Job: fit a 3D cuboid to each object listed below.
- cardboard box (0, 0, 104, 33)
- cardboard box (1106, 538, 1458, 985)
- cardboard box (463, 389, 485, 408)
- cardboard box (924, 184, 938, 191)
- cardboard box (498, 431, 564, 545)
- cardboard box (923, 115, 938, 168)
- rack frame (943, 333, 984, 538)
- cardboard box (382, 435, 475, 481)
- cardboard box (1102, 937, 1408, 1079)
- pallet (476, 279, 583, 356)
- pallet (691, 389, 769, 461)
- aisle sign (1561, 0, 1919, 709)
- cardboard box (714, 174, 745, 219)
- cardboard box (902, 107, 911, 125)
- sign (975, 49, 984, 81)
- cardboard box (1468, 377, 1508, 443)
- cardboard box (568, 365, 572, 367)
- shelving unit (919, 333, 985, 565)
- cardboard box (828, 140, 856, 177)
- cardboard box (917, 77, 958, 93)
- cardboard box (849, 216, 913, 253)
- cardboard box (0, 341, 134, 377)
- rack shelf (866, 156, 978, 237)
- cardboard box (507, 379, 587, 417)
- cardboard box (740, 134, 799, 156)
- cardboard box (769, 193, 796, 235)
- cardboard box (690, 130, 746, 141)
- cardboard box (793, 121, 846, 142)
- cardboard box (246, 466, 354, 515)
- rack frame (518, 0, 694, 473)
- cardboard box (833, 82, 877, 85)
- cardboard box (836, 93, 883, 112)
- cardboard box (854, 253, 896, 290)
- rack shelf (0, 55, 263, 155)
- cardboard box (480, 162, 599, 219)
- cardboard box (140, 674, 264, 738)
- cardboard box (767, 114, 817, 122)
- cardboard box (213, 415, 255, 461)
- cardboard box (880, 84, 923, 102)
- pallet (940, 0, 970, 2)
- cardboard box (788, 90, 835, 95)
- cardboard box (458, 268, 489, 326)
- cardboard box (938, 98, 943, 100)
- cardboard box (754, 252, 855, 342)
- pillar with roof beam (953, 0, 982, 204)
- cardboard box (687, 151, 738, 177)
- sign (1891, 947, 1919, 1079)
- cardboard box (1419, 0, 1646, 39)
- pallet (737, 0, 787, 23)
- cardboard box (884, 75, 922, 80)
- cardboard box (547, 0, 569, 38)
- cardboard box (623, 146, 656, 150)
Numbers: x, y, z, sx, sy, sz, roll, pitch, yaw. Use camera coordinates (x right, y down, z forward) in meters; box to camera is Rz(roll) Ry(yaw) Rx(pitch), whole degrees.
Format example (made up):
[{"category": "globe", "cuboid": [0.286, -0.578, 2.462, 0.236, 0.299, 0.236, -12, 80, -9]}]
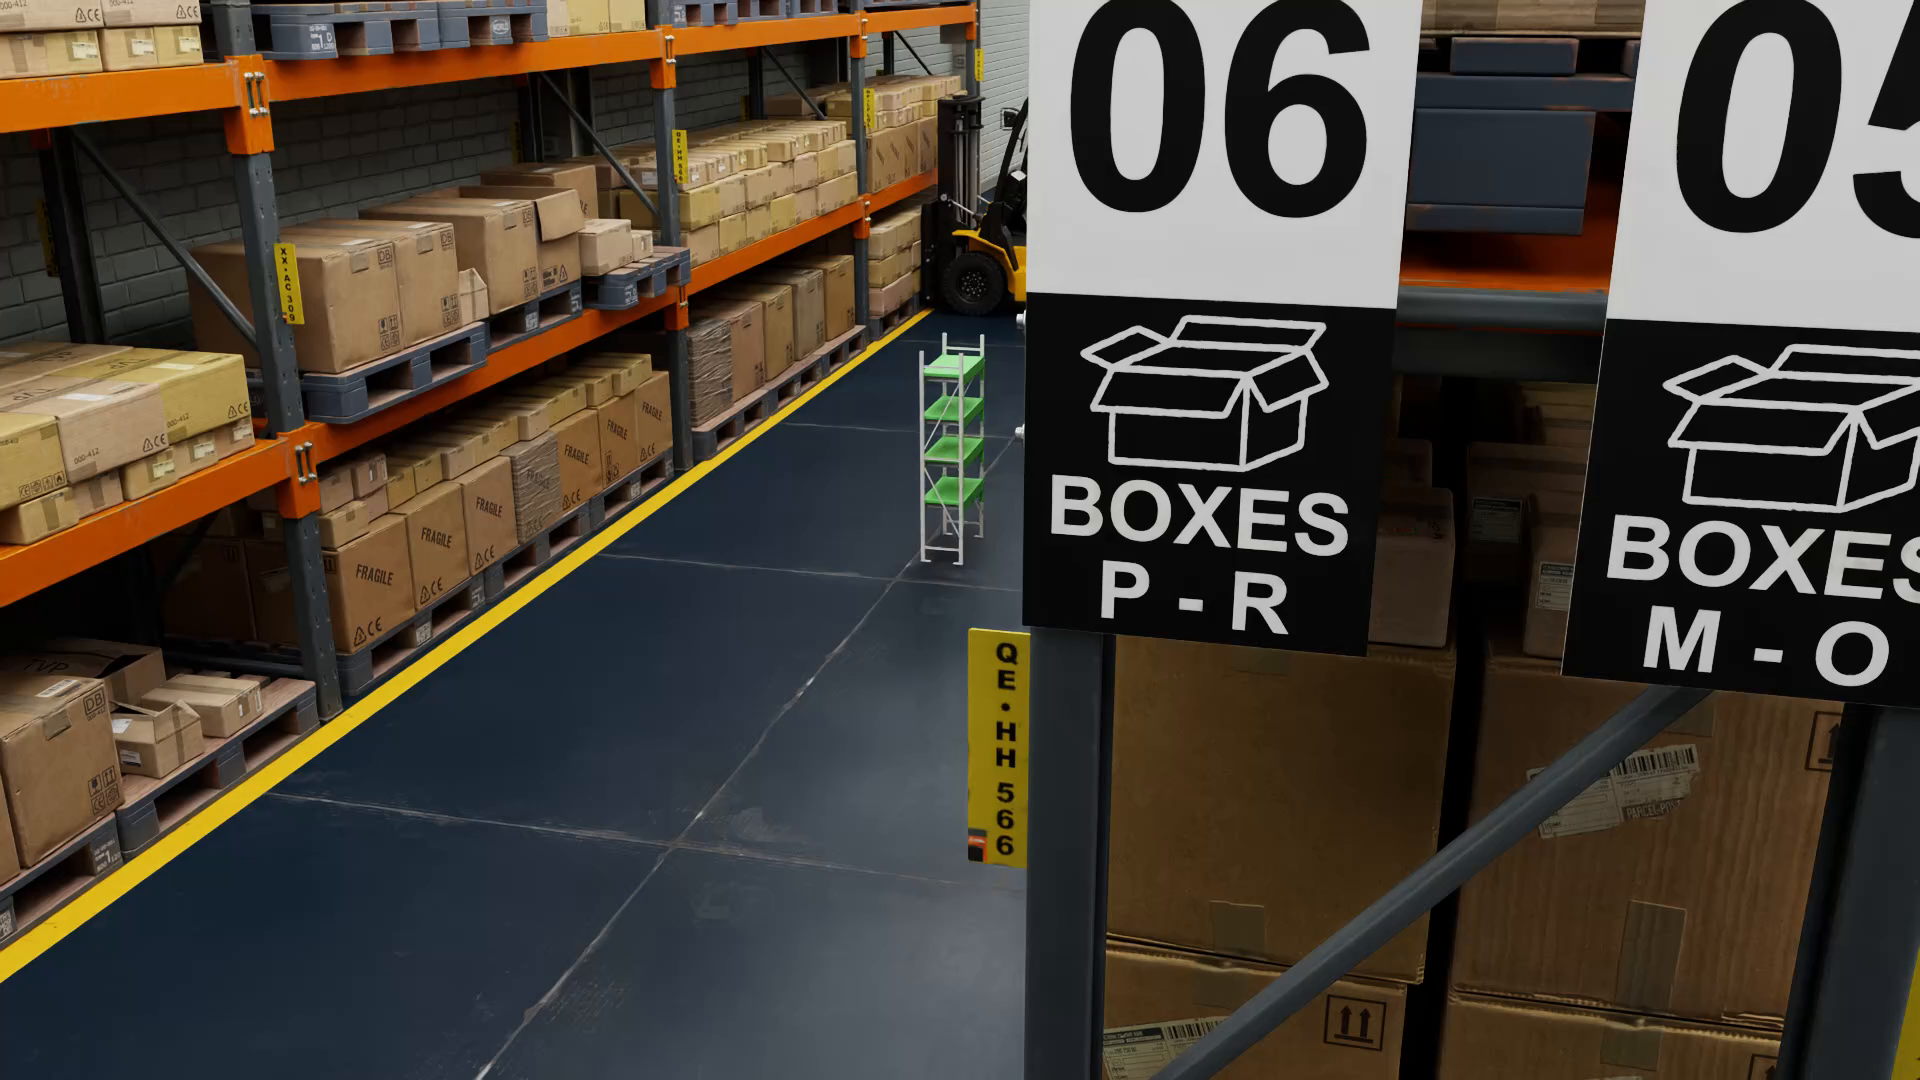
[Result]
[{"category": "cardboard box", "cuboid": [-3.247, -1.824, 5.519, 0.500, 0.250, 0.500, 4, 19, 12]}, {"category": "cardboard box", "cuboid": [0.469, 0.285, 2.512, 0.500, 0.500, 0.500, 5, 20, 15]}, {"category": "cardboard box", "cuboid": [-2.955, -0.778, 9.540, 0.380, 0.149, 0.250, 4, 19, 12]}, {"category": "cardboard box", "cuboid": [-0.133, -3.633, 17.739, 0.500, 0.250, 0.500, 5, 20, 15]}, {"category": "cardboard box", "cuboid": [-2.539, -0.305, 9.158, 0.500, 0.500, 0.500, 4, 19, 11]}, {"category": "cardboard box", "cuboid": [-0.449, -3.981, 16.546, 0.500, 0.500, 0.500, 4, 19, 12]}, {"category": "rack frame", "cuboid": [0.019, -0.592, 9.566, 0.240, 1.200, 0.015, 5, 19, 13]}, {"category": "cardboard box", "cuboid": [-2.714, -0.420, 8.492, 0.380, 0.149, 0.250, 5, 19, 13]}, {"category": "cardboard box", "cuboid": [0.443, 0.756, 2.680, 0.500, 0.500, 0.500, 5, 19, 14]}, {"category": "pallet", "cuboid": [-2.748, -1.223, 8.923, 1.003, 0.211, 1.213, 5, 19, 13]}, {"category": "pallet", "cuboid": [-2.039, -0.859, 11.875, 1.003, 0.211, 1.213, 5, 19, 13]}, {"category": "aisle sign", "cuboid": [0.846, -0.210, 1.639, 0.394, 0.787, 0.004, 5, 19, 13]}, {"category": "cardboard box", "cuboid": [-1.809, -2.366, 11.431, 0.500, 0.250, 0.500, 5, 20, 15]}, {"category": "cardboard box", "cuboid": [-0.671, -3.929, 15.392, 0.380, 0.149, 0.250, 4, 19, 13]}, {"category": "sign", "cuboid": [0.200, -5.044, 17.655, 0.100, 0.325, 0.005, 5, 19, 13]}, {"category": "cardboard box", "cuboid": [1.167, -0.272, 3.139, 0.380, 0.149, 0.250, 5, 19, 14]}, {"category": "cardboard box", "cuboid": [-2.652, -0.829, 10.692, 0.500, 0.500, 0.500, 5, 20, 15]}, {"category": "shelving unit", "cuboid": [-0.040, -0.516, 9.342, 0.258, 1.200, 0.503, 5, 19, 13]}, {"category": "cardboard box", "cuboid": [-1.172, -3.169, 13.782, 0.500, 0.250, 0.500, 4, 19, 12]}, {"category": "cardboard box", "cuboid": [-0.236, -4.717, 17.239, 0.380, 0.149, 0.250, 5, 19, 13]}, {"category": "cardboard box", "cuboid": [-0.743, -2.834, 15.402, 0.500, 0.250, 0.500, 5, 19, 13]}, {"category": "cardboard box", "cuboid": [-3.638, -0.605, 6.591, 0.500, 0.250, 0.500, 4, 19, 13]}, {"category": "rack shelf", "cuboid": [-0.812, -3.463, 16.300, 1.077, 0.370, 4.000, 5, 19, 13]}, {"category": "cardboard box", "cuboid": [-2.405, -0.825, 9.677, 0.380, 0.149, 0.250, 5, 20, 15]}, {"category": "cardboard box", "cuboid": [-1.452, -3.004, 12.683, 0.380, 0.149, 0.250, 5, 19, 14]}, {"category": "cardboard box", "cuboid": [-1.557, -2.454, 12.463, 0.500, 0.250, 0.500, 5, 20, 15]}, {"category": "cardboard box", "cuboid": [-1.900, -3.122, 13.030, 0.380, 0.149, 0.250, 5, 19, 13]}, {"category": "cardboard box", "cuboid": [-1.168, -3.407, 13.863, 0.380, 0.149, 0.250, 5, 20, 15]}, {"category": "cardboard box", "cuboid": [-2.968, -0.229, 7.472, 0.380, 0.149, 0.250, 4, 19, 12]}, {"category": "rack frame", "cuboid": [-2.278, -1.923, 10.678, 1.000, 3.000, 0.127, 5, 19, 13]}, {"category": "cardboard box", "cuboid": [-1.034, -4.439, 16.424, 0.380, 0.149, 0.250, 4, 19, 12]}, {"category": "cardboard box", "cuboid": [-0.905, -3.918, 14.900, 0.380, 0.149, 0.250, 4, 19, 12]}, {"category": "cardboard box", "cuboid": [-0.883, -2.438, 15.017, 0.500, 0.250, 0.500, 5, 19, 13]}, {"category": "rack shelf", "cuboid": [-3.744, -1.122, 4.803, 1.077, 0.370, 4.000, 5, 19, 13]}, {"category": "cardboard box", "cuboid": [-2.555, -2.020, 10.158, 0.500, 0.500, 0.500, 6, 20, 16]}, {"category": "cardboard box", "cuboid": [-3.106, 0.679, 6.821, 0.380, 0.149, 0.250, 4, 19, 12]}, {"category": "cardboard box", "cuboid": [-1.471, -3.652, 14.582, 0.380, 0.149, 0.250, 5, 19, 13]}, {"category": "cardboard box", "cuboid": [-3.088, -0.431, 6.697, 0.380, 0.149, 0.250, 5, 19, 14]}, {"category": "cardboard box", "cuboid": [-0.575, -4.316, 16.064, 0.380, 0.149, 0.250, 5, 19, 14]}, {"category": "pallet", "cuboid": [-0.521, -5.589, 16.906, 1.003, 0.211, 1.213, 5, 19, 13]}, {"category": "cardboard box", "cuboid": [-1.362, -4.039, 15.253, 0.380, 0.149, 0.250, 4, 19, 12]}, {"category": "cardboard box", "cuboid": [-2.543, -1.210, 8.147, 0.396, 0.266, 0.258, 6, 20, 16]}, {"category": "cardboard box", "cuboid": [-0.384, -4.331, 16.569, 0.380, 0.149, 0.250, 4, 19, 12]}, {"category": "cardboard box", "cuboid": [-1.417, -2.088, 14.183, 0.875, 0.625, 0.625, 6, 20, 16]}, {"category": "pillar with roof beam", "cuboid": [4.273, -8.663, 21.129, 9.100, 9.000, 0.400, 5, 19, 13]}, {"category": "cardboard box", "cuboid": [-1.761, -2.604, 11.511, 0.380, 0.149, 0.250, 5, 19, 14]}, {"category": "sign", "cuboid": [1.119, 0.574, 1.906, 0.100, 0.325, 0.005, 5, 19, 13]}, {"category": "cardboard box", "cuboid": [0.605, -0.768, 2.082, 0.500, 0.250, 0.500, 3, 19, 8]}, {"category": "pallet", "cuboid": [-1.928, -3.824, 11.894, 1.003, 0.211, 1.213, 6, 20, 16]}, {"category": "cardboard box", "cuboid": [-0.612, -4.837, 17.591, 0.380, 0.149, 0.250, 4, 19, 12]}, {"category": "cardboard box", "cuboid": [-2.412, -2.777, 8.770, 0.500, 0.250, 0.500, 5, 19, 13]}, {"category": "cardboard box", "cuboid": [-2.185, -2.721, 11.855, 0.380, 0.149, 0.250, 5, 19, 13]}]
